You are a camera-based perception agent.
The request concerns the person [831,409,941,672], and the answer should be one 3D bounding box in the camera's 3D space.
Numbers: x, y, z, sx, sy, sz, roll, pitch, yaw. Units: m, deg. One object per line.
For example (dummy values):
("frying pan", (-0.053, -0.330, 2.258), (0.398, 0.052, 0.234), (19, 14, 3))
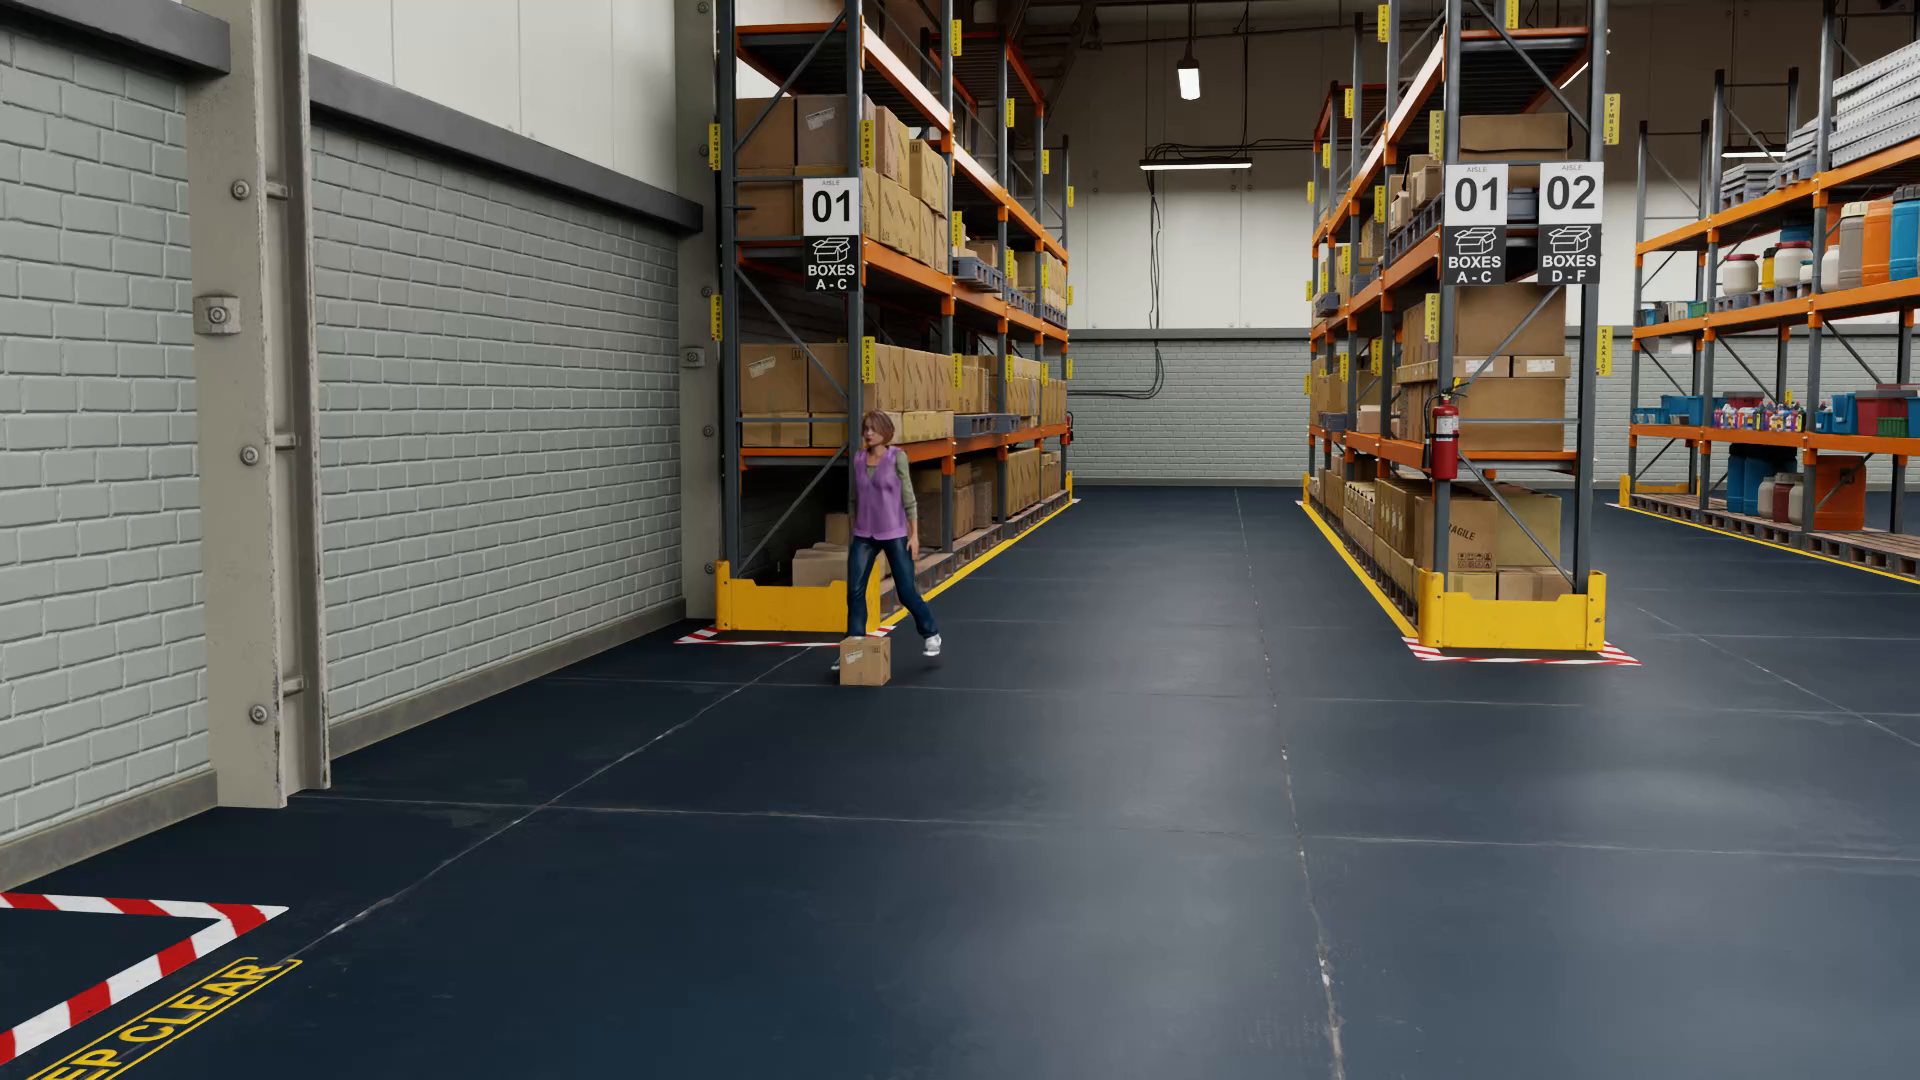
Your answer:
("person", (-0.441, 0.000, 10.133), (0.538, 1.567, 0.680), (2, 5, 20))
